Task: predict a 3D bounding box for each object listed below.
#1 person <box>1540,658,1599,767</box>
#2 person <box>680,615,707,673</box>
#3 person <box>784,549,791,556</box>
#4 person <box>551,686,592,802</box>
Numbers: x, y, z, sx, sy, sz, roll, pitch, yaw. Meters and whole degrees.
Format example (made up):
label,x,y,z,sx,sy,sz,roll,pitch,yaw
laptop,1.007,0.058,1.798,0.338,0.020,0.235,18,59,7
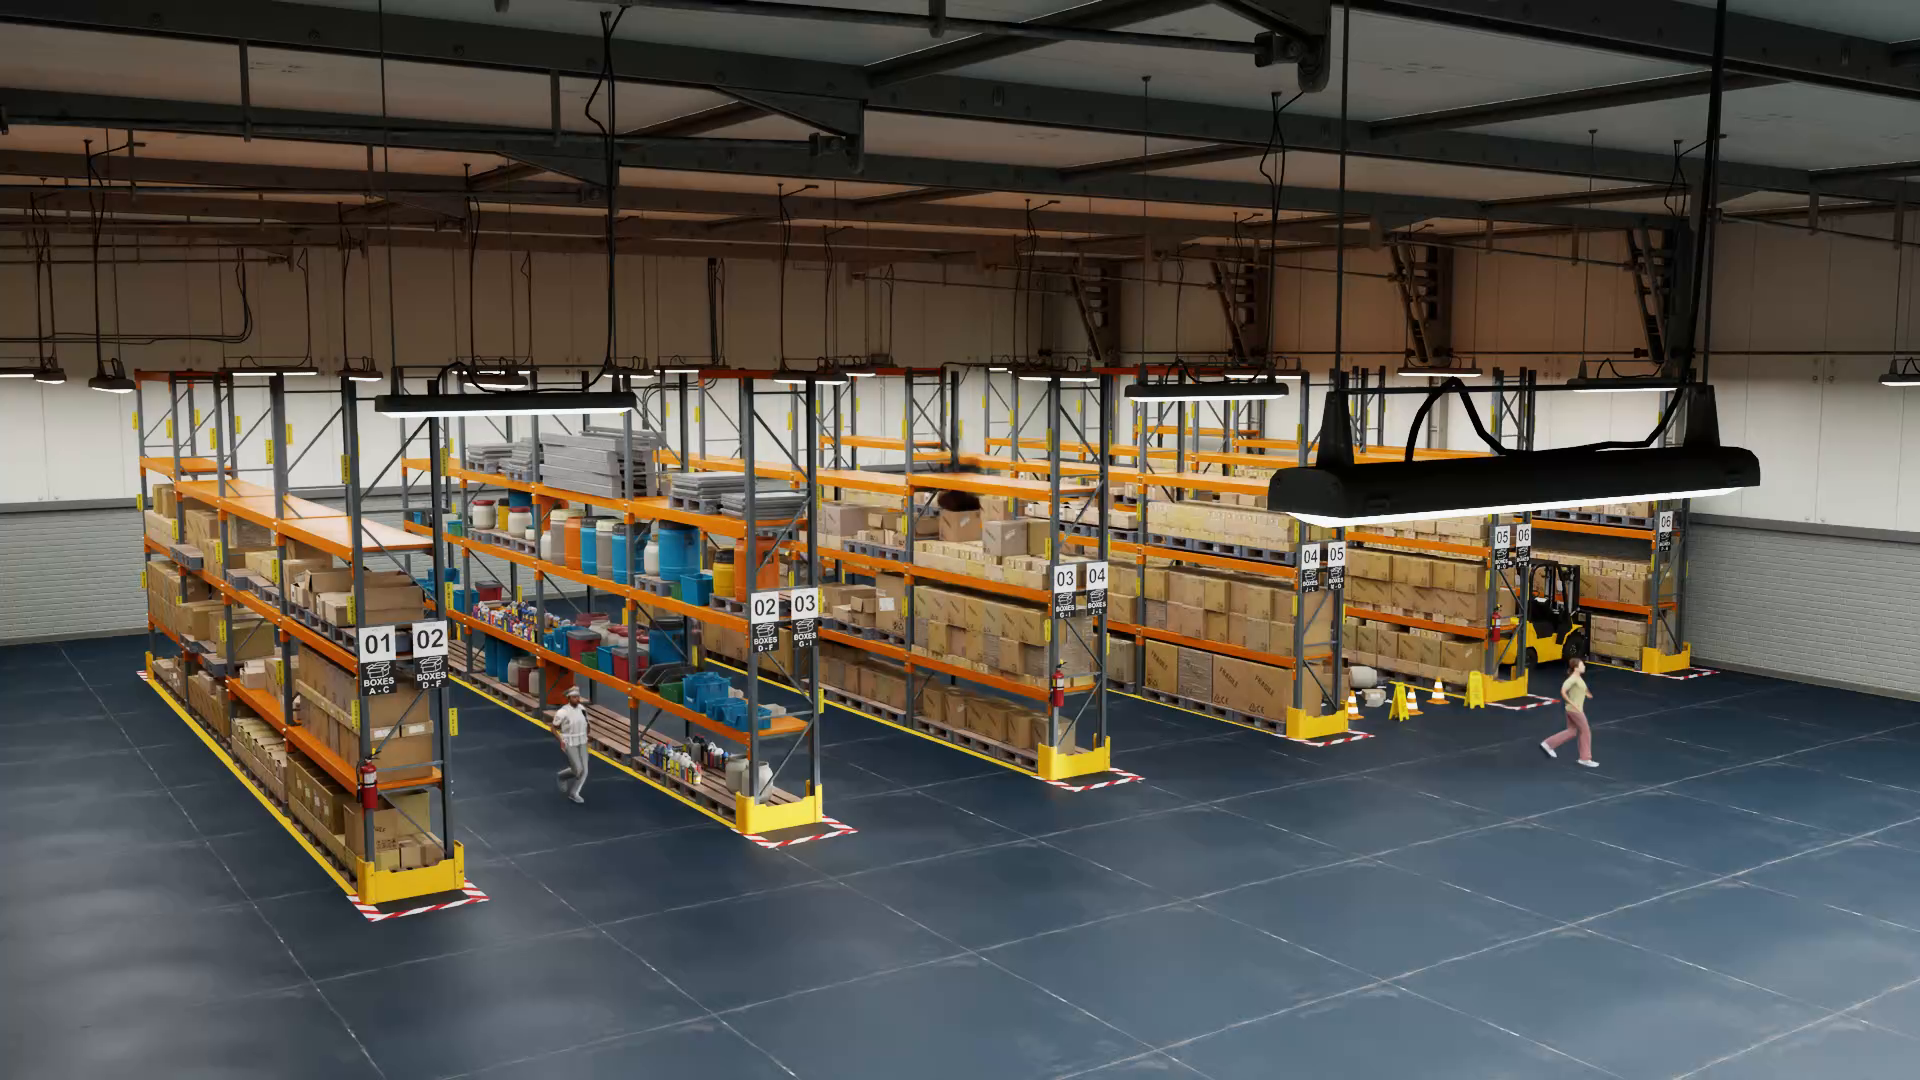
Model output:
label,x,y,z,sx,sy,sz,roll,pitch,yaw
person,9.397,2.629,25.554,0.863,1.675,0.568,2,7,17
person,-4.939,2.003,30.430,0.698,1.827,0.924,-6,9,-44
person,-4.198,0.898,40.720,0.747,1.693,0.530,2,7,19
person,-5.433,2.874,23.446,0.559,1.657,0.575,6,9,42
